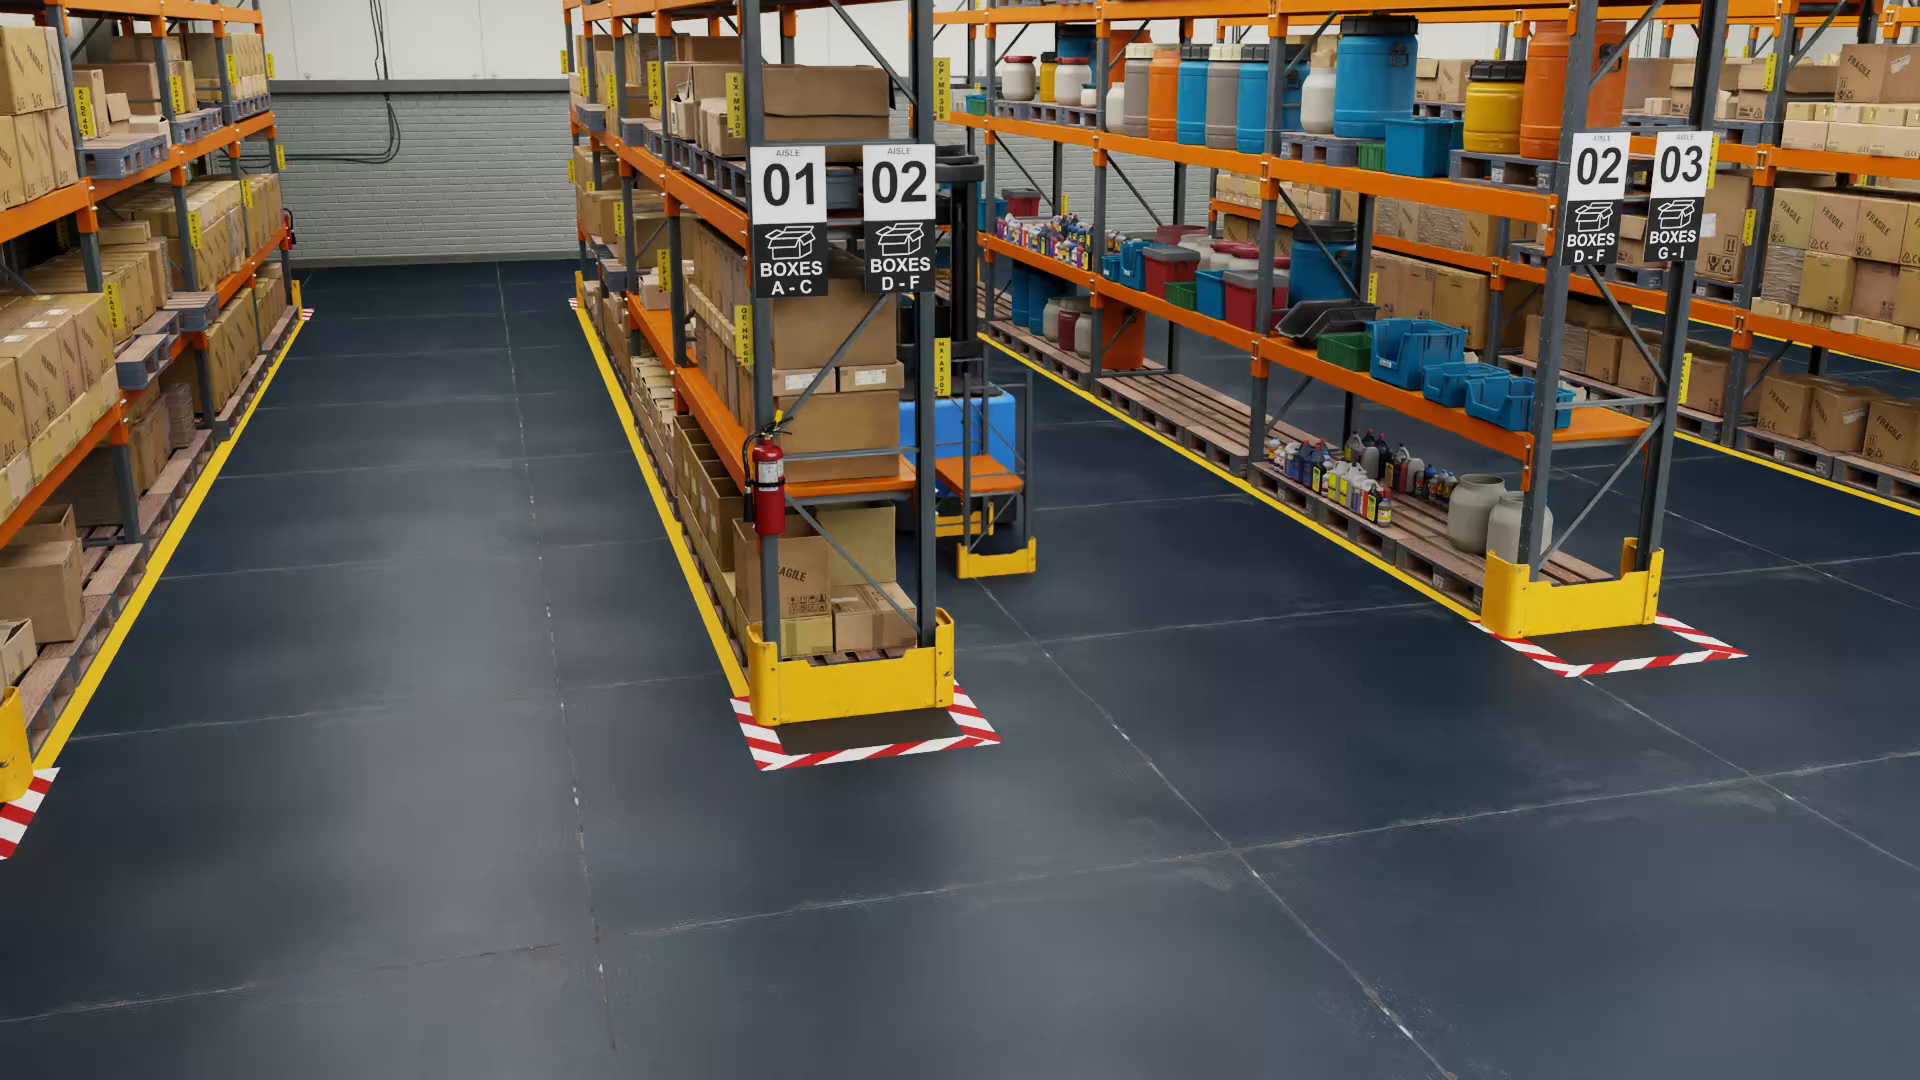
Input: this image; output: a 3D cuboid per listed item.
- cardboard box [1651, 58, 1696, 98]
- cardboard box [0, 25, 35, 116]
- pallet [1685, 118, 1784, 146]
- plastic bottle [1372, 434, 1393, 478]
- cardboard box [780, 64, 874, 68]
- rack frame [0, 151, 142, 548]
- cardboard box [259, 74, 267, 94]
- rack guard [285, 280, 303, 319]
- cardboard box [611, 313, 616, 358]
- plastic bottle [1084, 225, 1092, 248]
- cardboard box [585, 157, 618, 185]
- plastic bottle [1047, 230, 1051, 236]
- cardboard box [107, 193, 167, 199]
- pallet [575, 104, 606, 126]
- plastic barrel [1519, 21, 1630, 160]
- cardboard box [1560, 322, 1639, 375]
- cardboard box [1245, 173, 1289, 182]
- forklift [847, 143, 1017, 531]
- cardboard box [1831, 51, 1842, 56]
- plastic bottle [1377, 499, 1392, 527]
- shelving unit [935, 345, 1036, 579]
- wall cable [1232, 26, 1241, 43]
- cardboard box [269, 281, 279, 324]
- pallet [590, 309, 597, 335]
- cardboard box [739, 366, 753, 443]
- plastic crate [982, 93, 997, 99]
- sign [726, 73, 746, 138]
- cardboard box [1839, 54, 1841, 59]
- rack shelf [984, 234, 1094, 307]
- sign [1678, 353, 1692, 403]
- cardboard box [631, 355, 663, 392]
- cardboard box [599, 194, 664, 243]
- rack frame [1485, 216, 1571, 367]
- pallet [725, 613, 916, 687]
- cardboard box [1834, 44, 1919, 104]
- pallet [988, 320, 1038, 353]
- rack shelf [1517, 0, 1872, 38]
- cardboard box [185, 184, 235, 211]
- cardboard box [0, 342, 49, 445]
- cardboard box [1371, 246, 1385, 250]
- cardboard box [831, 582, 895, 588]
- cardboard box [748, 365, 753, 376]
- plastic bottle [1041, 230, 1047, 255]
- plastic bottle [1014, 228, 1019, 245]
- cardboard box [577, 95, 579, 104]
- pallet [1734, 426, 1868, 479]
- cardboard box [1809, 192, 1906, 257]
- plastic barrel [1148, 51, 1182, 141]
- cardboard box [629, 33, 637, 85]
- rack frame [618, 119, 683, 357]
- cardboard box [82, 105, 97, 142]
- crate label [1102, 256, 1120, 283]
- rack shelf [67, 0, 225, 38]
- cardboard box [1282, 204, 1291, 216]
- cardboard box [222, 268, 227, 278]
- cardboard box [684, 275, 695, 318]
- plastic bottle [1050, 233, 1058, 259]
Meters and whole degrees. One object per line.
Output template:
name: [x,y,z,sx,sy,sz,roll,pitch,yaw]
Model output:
cardboard box: [7.335,-4.804,17.474,0.500,0.500,0.500,-4,17,-14]
cardboard box: [-5.785,-2.752,9.738,0.500,0.500,0.500,-5,18,-17]
pallet: [7.723,-3.891,15.804,1.213,0.211,1.003,-5,17,-15]
plastic bottle: [3.535,-0.707,13.932,0.144,0.351,0.185,-6,18,-18]
cardboard box: [-0.830,-2.710,10.399,0.500,0.500,0.500,-5,17,-15]
rack frame: [-6.498,-1.190,11.700,1.000,3.000,0.127,-5,17,-15]
cardboard box: [-9.339,-5.942,21.661,0.500,0.250,0.500,-4,17,-14]
rack guard: [-9.802,-3.319,23.132,1.175,0.500,0.348,-5,17,-15]
cardboard box: [-3.748,-2.371,19.211,0.500,0.500,0.500,-4,17,-15]
plastic bottle: [1.588,-3.702,20.276,0.152,0.276,0.135,-5,17,-15]
cardboard box: [-4.466,-4.583,21.085,0.500,0.500,0.500,-5,17,-16]
plastic bottle: [1.064,-3.511,19.630,0.061,0.283,0.133,-5,17,-15]
cardboard box: [-8.388,-3.387,16.985,0.500,0.250,0.500,-5,17,-17]
pallet: [-3.823,-4.956,19.351,1.213,0.211,1.003,-5,17,-15]
plastic barrel: [3.871,-2.835,10.485,0.600,0.830,0.708,-5,17,-15]
cardboard box: [7.059,-2.149,18.472,0.700,0.500,0.500,-6,18,-20]
cardboard box: [4.650,-5.679,25.084,0.500,0.500,0.500,-5,17,-17]
forklift: [-0.462,-1.859,14.045,1.130,2.935,3.031,-5,17,-16]
cardboard box: [14.430,-7.632,26.853,0.500,0.500,0.500,-4,17,-14]
plastic bottle: [3.201,-0.211,12.540,0.097,0.201,0.097,0,17,0]
shelving unit: [0.119,-0.605,12.360,0.587,1.500,1.083,-5,17,-16]
wall cable: [6.252,-11.935,31.450,2.277,5.999,0.120,-5,17,-15]
cardboard box: [-9.231,-3.050,21.508,0.700,0.500,0.500,-5,18,-17]
pallet: [-4.461,-2.988,22.534,1.003,0.211,1.213,-5,17,-15]
cardboard box: [-1.033,-0.937,10.684,0.700,0.500,0.500,-5,17,-15]
plastic crate: [0.275,-6.378,24.124,0.450,0.188,0.336,-5,17,-15]
sign: [-1.162,-2.260,8.647,0.100,0.325,0.005,-5,17,-15]
cardboard box: [11.392,-6.031,21.096,0.396,0.266,0.258,-5,17,-15]
rack shelf: [1.379,-3.289,19.937,1.077,0.370,4.000,-5,17,-15]
sign: [4.657,-1.042,10.726,0.100,0.325,0.005,-5,17,-15]
cardboard box: [-2.974,-1.674,16.386,0.500,0.311,0.500,-4,17,-13]
cardboard box: [-3.769,-3.711,19.188,0.700,0.500,0.500,-2,17,-6]
rack frame: [6.691,-3.472,19.295,1.000,3.000,0.127,-5,17,-15]
pallet: [-0.887,0.651,10.419,1.003,0.211,1.213,-5,17,-15]
cardboard box: [8.159,-4.127,14.704,0.500,0.500,0.500,-5,17,-17]
pallet: [1.001,-2.634,21.354,1.003,0.211,1.213,-5,17,-15]
rack shelf: [7.240,-5.255,16.751,1.077,0.370,4.000,-5,17,-15]
cardboard box: [-8.191,-3.711,18.063,0.500,0.250,0.500,-4,17,-14]
cardboard box: [-5.503,-0.817,9.382,0.500,0.500,0.500,-5,18,-17]
cardboard box: [5.787,-3.586,22.640,1.225,0.875,0.875,-5,17,-15]
cardboard box: [-0.711,0.335,10.671,0.500,0.250,0.500,-5,17,-15]
cardboard box: [-1.069,-1.069,9.994,0.380,0.149,0.250,-5,17,-16]
plastic bottle: [1.005,-3.506,19.614,0.061,0.283,0.133,-5,17,-15]
plastic bottle: [0.723,-3.771,20.636,0.097,0.201,0.097,0,17,0]
cardboard box: [-4.730,-5.689,21.725,0.500,0.250,0.500,-5,17,-15]
pallet: [8.008,-0.847,15.404,1.003,0.211,1.213,-5,17,-15]
cardboard box: [7.808,-2.752,14.469,0.500,0.500,0.500,-5,17,-15]
plastic barrel: [2.125,-4.297,16.082,0.600,0.830,0.708,-5,17,-15]
cardboard box: [-3.089,-4.915,16.974,0.500,0.500,0.500,-5,17,-15]
rack frame: [-2.835,-2.689,16.691,1.000,3.000,0.127,-5,17,-15]
cardboard box: [-6.740,-3.113,12.313,0.500,0.311,0.500,-4,17,-14]
crate label: [1.684,-2.854,17.529,0.303,0.233,0.416,-5,17,-15]
rack shelf: [-8.147,-5.187,16.524,1.077,0.370,4.000,-5,17,-15]
cardboard box: [4.909,-4.801,24.157,0.380,0.149,0.250,-4,17,-14]
cardboard box: [-8.024,-2.866,17.682,0.380,0.149,0.250,-5,17,-17]
cardboard box: [-2.076,-1.990,14.190,0.500,0.500,0.500,-3,17,-11]
plastic bottle: [1.093,-3.418,19.321,0.061,0.283,0.133,-5,17,-15]
